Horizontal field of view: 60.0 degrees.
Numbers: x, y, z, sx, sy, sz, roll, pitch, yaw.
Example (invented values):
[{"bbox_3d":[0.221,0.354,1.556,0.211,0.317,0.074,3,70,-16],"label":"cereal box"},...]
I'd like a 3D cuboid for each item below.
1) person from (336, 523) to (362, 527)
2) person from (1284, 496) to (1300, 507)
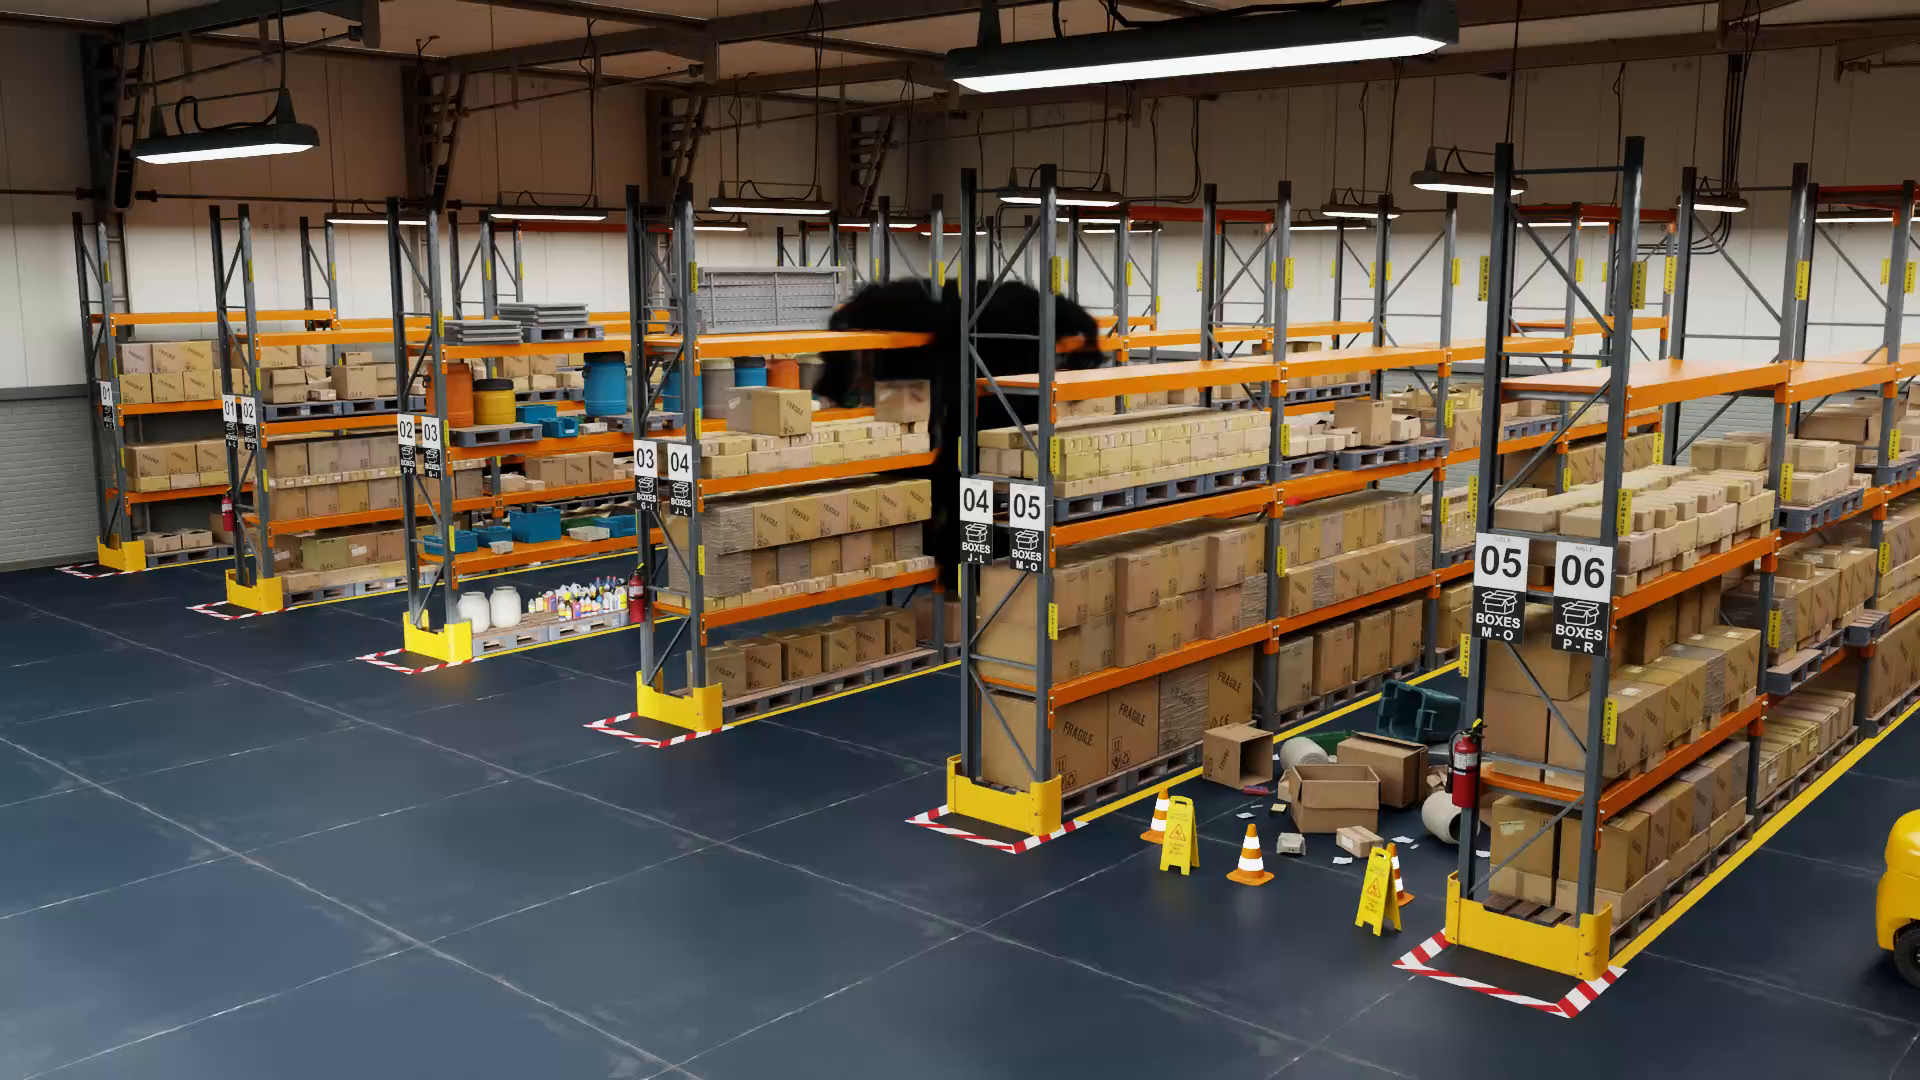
[{"bbox_3d":[-10.331,-0.318,28.393,0.705,1.696,1.018,6,11,34],"label":"person"},{"bbox_3d":[4.869,0.160,24.261,0.765,1.681,0.696,8,13,41],"label":"person"}]
